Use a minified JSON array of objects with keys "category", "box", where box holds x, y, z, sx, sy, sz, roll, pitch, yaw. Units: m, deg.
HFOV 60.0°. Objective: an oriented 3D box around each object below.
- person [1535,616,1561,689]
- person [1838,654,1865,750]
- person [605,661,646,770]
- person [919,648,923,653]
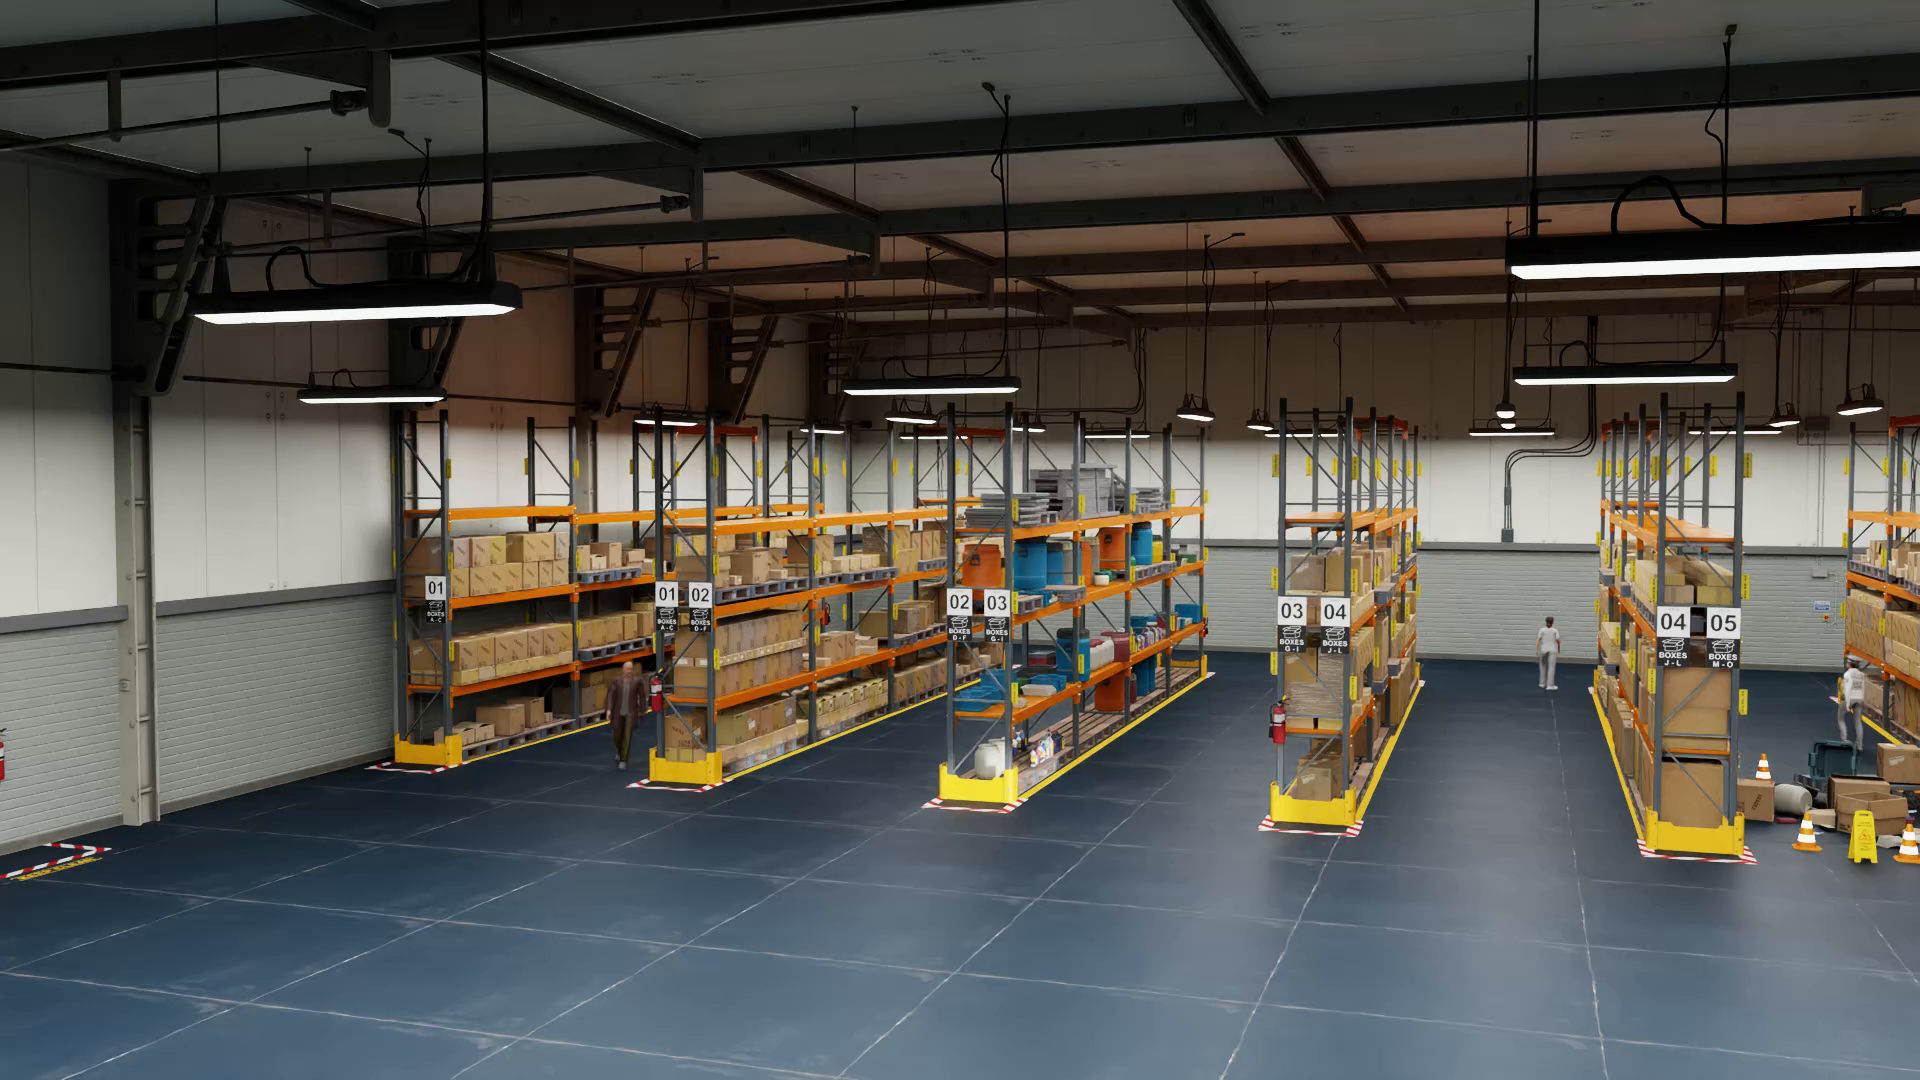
[{"category":"person","box":[13.395,2.555,37.879,0.529,1.651,0.713,1,3,24]},{"category":"person","box":[15.924,2.910,29.593,0.478,1.712,0.532,0,2,-1]},{"category":"person","box":[-5.636,2.930,28.036,0.676,1.757,0.931,0,2,-8]},{"category":"person","box":[-1.199,2.400,41.462,0.499,1.661,0.523,-2,3,-44]}]
